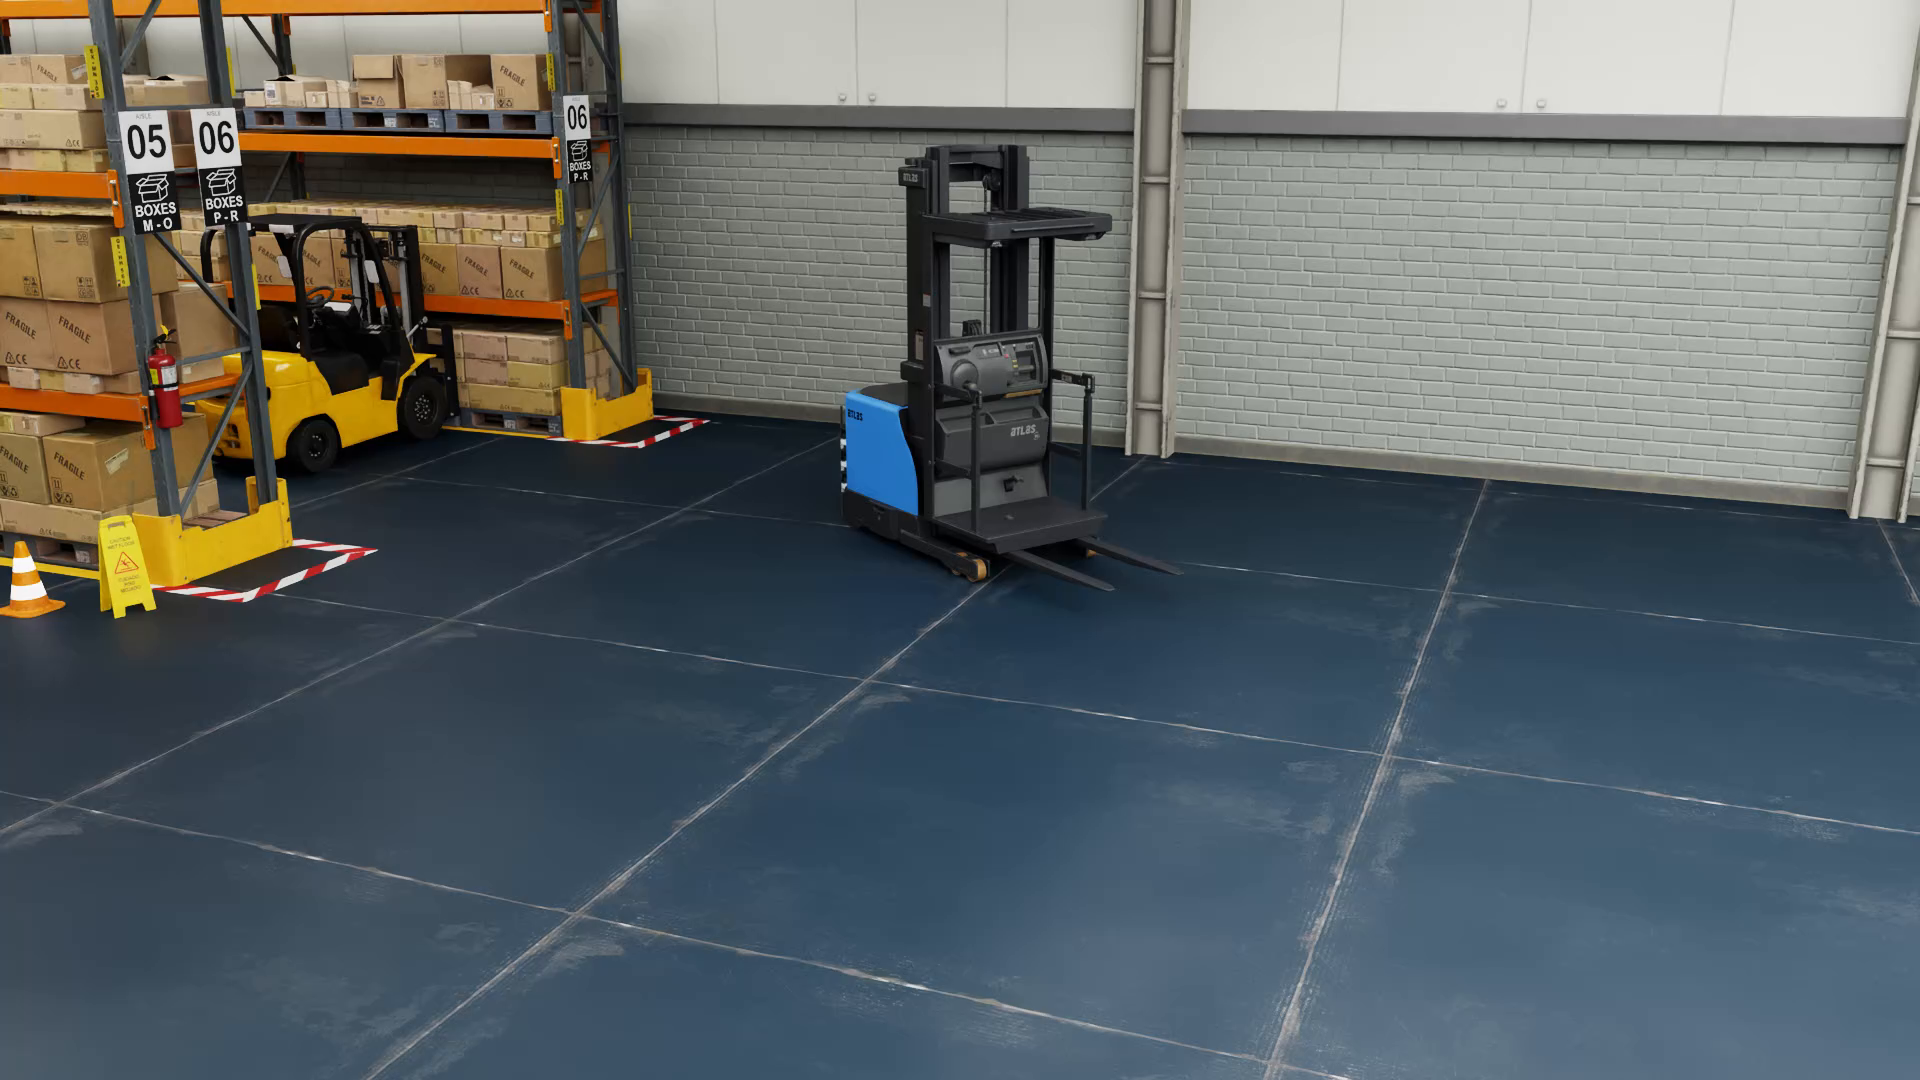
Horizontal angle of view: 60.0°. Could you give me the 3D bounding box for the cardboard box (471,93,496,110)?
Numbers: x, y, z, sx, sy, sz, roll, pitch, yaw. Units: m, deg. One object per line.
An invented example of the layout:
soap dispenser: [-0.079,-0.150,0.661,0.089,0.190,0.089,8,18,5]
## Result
cardboard box: [-4.383,-4.134,15.671,0.250,0.149,0.380,6,17,19]

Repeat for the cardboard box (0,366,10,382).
cardboard box: [-6.689,-1.243,12.026,0.250,0.149,0.380,7,17,21]

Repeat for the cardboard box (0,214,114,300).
cardboard box: [-6.342,-1.991,11.646,0.500,0.500,0.700,6,17,21]

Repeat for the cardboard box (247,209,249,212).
cardboard box: [-7.700,-3.460,17.868,0.250,0.149,0.380,6,17,19]

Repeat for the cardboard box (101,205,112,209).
cardboard box: [-9.331,-3.658,18.550,0.250,0.149,0.380,6,17,20]

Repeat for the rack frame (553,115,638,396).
rack frame: [-3.500,-2.559,16.107,0.127,3.000,1.000,6,17,21]

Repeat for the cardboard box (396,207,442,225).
cardboard box: [-5.340,-3.198,16.434,0.250,0.149,0.380,7,17,21]

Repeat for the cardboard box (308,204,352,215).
cardboard box: [-6.315,-3.280,16.717,0.250,0.149,0.380,7,17,22]

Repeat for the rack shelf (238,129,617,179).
rack shelf: [-5.361,-3.858,16.493,4.000,0.370,1.077,6,17,21]

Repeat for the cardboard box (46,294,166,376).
cardboard box: [-5.924,-1.446,11.560,0.500,0.500,0.500,6,17,20]

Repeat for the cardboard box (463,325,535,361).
cardboard box: [-4.520,-1.937,16.350,0.500,0.250,0.500,7,17,22]

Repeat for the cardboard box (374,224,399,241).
cardboard box: [-5.590,-3.063,16.502,0.250,0.149,0.380,6,17,19]

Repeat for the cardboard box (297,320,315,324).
cardboard box: [-6.415,-2.143,17.061,0.500,0.250,0.500,6,17,21]

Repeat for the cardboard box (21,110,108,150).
cardboard box: [-5.893,-2.765,11.172,0.500,0.250,0.500,6,17,20]

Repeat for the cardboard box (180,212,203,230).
cardboard box: [-8.076,-3.365,17.542,0.250,0.149,0.380,6,17,21]

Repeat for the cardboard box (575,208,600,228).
cardboard box: [-3.735,-3.151,16.270,0.250,0.149,0.380,6,17,20]

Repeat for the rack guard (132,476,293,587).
rack guard: [-5.389,-0.078,12.046,0.348,0.500,1.175,6,17,21]

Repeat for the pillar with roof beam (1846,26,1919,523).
pillar with roof beam: [5.766,-3.400,8.246,0.400,9.000,9.100,6,17,21]

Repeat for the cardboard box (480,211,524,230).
cardboard box: [-4.405,-3.080,16.026,0.250,0.149,0.380,7,17,22]

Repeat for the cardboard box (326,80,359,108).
cardboard box: [-5.952,-4.363,16.250,0.258,0.266,0.396,6,17,19]

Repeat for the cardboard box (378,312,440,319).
cardboard box: [-5.750,-2.226,17.345,0.500,0.250,0.500,6,17,21]

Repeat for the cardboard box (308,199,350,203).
cardboard box: [-6.595,-3.479,17.402,0.250,0.149,0.380,6,17,19]

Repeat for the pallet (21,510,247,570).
pallet: [-6.132,-0.032,12.404,1.213,0.211,1.003,6,17,21]

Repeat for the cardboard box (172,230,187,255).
cardboard box: [-8.253,-3.170,17.587,0.500,0.250,0.500,6,17,19]

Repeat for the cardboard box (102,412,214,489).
cardboard box: [-5.989,-0.669,12.430,0.500,0.500,0.500,6,17,19]

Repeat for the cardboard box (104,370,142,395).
cardboard box: [-5.745,-1.133,11.646,0.250,0.149,0.380,7,18,22]

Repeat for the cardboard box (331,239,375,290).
cardboard box: [-5.942,-2.802,16.766,0.500,0.500,0.500,6,17,20]

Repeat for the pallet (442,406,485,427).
pallet: [-5.358,-1.412,17.159,1.213,0.211,1.003,6,17,21]

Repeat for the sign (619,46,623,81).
sign: [-3.291,-4.600,16.049,0.005,0.325,0.100,6,17,21]

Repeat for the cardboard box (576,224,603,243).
cardboard box: [-3.721,-3.020,16.353,0.250,0.149,0.380,6,17,19]

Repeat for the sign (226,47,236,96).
sign: [-5.119,-3.272,11.616,0.005,0.325,0.100,6,17,21]

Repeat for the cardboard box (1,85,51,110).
cardboard box: [-6.211,-2.989,11.231,0.250,0.149,0.380,6,17,20]

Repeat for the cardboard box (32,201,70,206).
cardboard box: [-10.281,-3.758,18.895,0.250,0.149,0.380,7,18,22]

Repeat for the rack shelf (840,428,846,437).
rack shelf: [-0.786,-0.846,13.123,0.258,0.077,0.200,-11,20,-34]

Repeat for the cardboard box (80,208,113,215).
cardboard box: [-9.272,-3.497,17.995,0.250,0.149,0.380,6,17,21]

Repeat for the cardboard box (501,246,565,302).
cardboard box: [-4.055,-2.589,16.031,0.500,0.500,0.500,6,17,19]

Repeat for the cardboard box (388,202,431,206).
cardboard box: [-5.634,-3.376,17.047,0.250,0.149,0.380,6,17,20]

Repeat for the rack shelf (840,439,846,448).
rack shelf: [-0.786,-0.759,13.148,0.258,0.077,0.200,-11,20,-34]

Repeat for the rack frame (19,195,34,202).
rack frame: [-10.942,-3.377,18.925,0.127,3.000,1.000,6,17,21]

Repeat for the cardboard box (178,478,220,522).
cardboard box: [-5.967,-0.306,12.527,0.500,0.250,0.500,6,17,20]

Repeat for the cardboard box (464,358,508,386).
cardboard box: [-4.531,-1.703,16.440,0.500,0.250,0.500,6,17,20]

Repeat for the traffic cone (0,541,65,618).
traffic cone: [-6.192,0.238,11.024,0.334,0.463,0.336,6,17,21]

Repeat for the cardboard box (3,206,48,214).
cardboard box: [-10.257,-3.581,18.285,0.250,0.149,0.380,7,18,22]

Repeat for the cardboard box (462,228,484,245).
cardboard box: [-4.620,-2.970,16.181,0.250,0.149,0.380,6,17,20]

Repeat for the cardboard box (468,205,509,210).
cardboard box: [-4.695,-3.259,16.644,0.250,0.149,0.380,7,18,22]

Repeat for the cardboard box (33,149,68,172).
cardboard box: [-5.996,-2.572,11.222,0.250,0.149,0.380,6,17,21]

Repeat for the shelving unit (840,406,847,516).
shelving unit: [-0.786,-0.618,13.189,0.258,0.900,0.210,-11,20,-34]

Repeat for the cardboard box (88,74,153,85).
cardboard box: [-8.698,-4.704,17.346,0.500,0.311,0.500,6,17,19]

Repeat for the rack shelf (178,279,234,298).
rack shelf: [-9.082,-2.827,18.321,4.000,0.370,1.077,6,17,21]

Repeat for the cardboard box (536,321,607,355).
cardboard box: [-3.878,-2.018,16.630,0.500,0.250,0.500,6,17,20]

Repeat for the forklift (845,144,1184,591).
forklift: [0.359,-1.265,11.774,1.130,2.935,3.031,-11,20,-34]

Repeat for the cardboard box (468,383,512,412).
cardboard box: [-4.513,-1.459,16.498,0.500,0.250,0.500,6,17,21]

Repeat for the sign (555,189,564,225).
sign: [-3.712,-3.089,15.432,0.005,0.325,0.100,6,17,21]
